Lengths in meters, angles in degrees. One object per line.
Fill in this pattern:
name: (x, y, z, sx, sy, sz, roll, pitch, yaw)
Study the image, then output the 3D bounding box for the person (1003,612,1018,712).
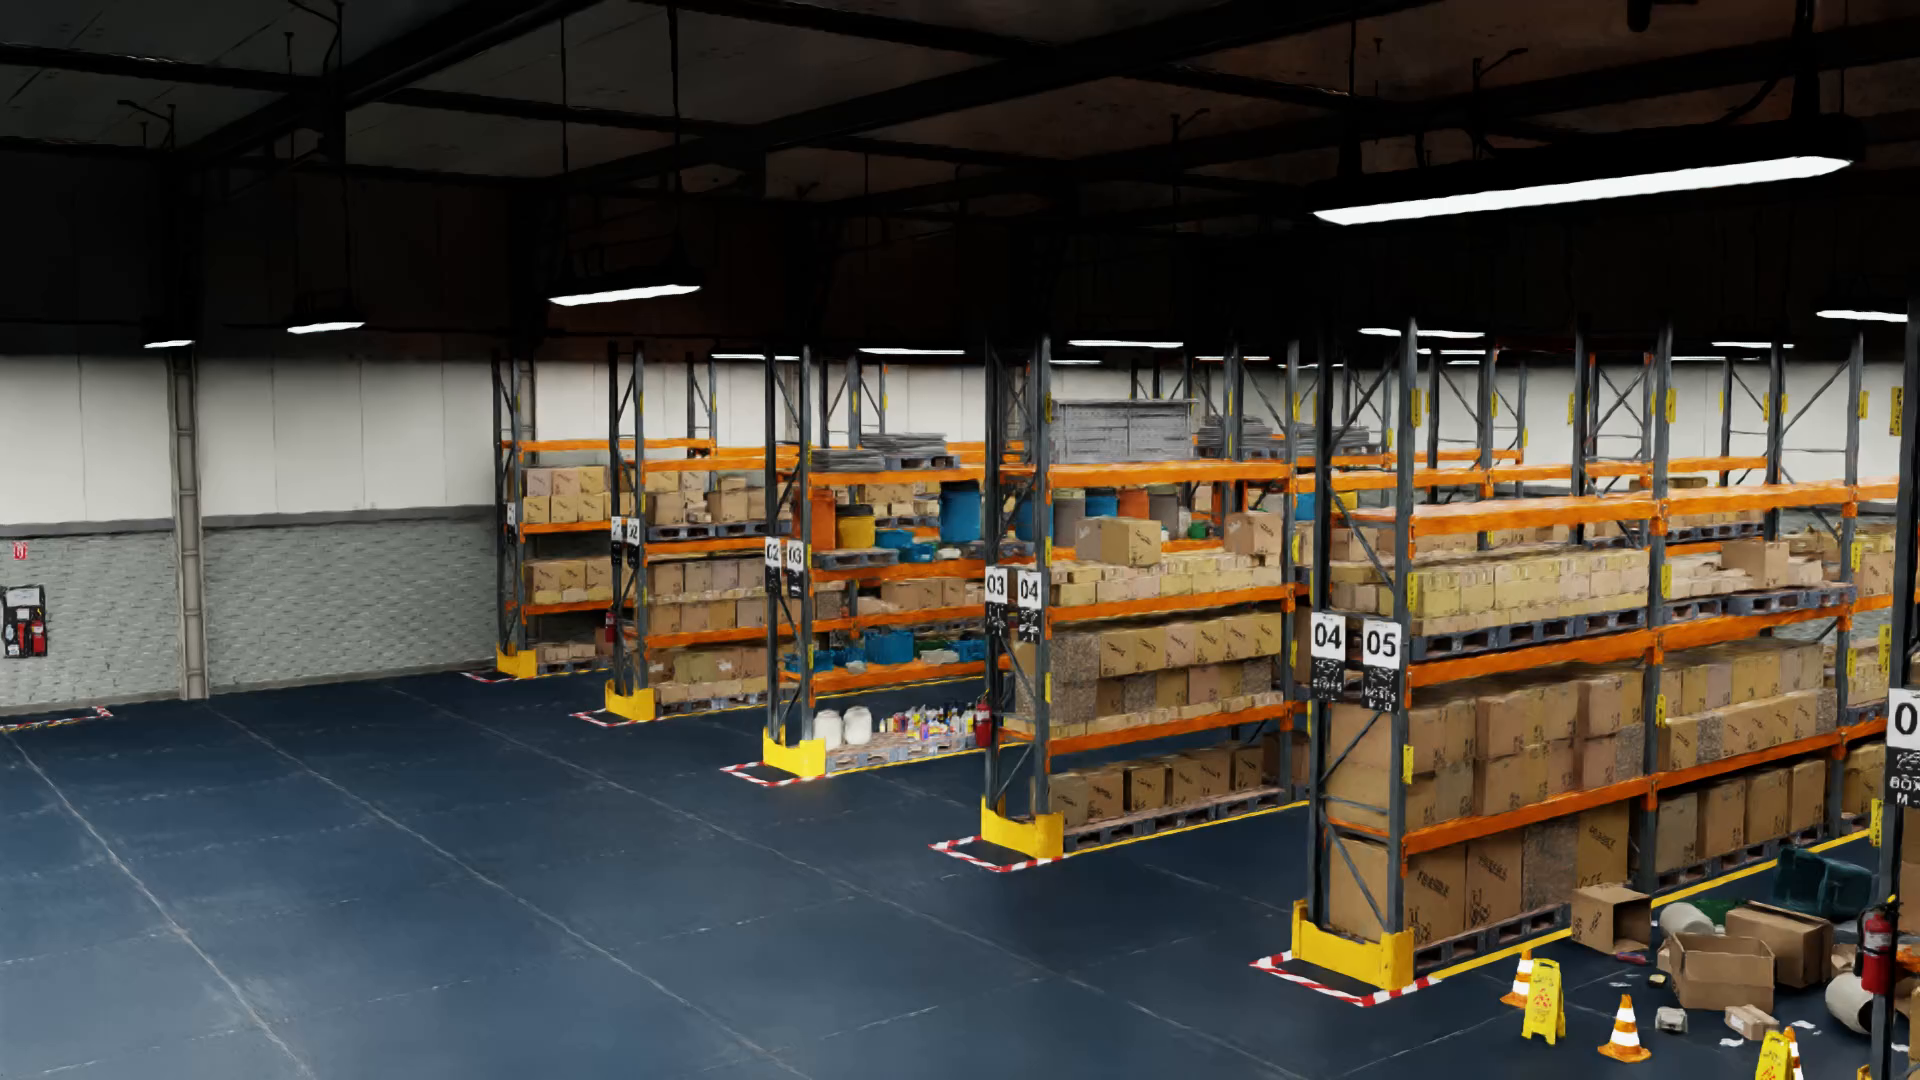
person: (0.914, 1.974, 26.537, 0.920, 1.724, 0.620, -1, 5, -6)
